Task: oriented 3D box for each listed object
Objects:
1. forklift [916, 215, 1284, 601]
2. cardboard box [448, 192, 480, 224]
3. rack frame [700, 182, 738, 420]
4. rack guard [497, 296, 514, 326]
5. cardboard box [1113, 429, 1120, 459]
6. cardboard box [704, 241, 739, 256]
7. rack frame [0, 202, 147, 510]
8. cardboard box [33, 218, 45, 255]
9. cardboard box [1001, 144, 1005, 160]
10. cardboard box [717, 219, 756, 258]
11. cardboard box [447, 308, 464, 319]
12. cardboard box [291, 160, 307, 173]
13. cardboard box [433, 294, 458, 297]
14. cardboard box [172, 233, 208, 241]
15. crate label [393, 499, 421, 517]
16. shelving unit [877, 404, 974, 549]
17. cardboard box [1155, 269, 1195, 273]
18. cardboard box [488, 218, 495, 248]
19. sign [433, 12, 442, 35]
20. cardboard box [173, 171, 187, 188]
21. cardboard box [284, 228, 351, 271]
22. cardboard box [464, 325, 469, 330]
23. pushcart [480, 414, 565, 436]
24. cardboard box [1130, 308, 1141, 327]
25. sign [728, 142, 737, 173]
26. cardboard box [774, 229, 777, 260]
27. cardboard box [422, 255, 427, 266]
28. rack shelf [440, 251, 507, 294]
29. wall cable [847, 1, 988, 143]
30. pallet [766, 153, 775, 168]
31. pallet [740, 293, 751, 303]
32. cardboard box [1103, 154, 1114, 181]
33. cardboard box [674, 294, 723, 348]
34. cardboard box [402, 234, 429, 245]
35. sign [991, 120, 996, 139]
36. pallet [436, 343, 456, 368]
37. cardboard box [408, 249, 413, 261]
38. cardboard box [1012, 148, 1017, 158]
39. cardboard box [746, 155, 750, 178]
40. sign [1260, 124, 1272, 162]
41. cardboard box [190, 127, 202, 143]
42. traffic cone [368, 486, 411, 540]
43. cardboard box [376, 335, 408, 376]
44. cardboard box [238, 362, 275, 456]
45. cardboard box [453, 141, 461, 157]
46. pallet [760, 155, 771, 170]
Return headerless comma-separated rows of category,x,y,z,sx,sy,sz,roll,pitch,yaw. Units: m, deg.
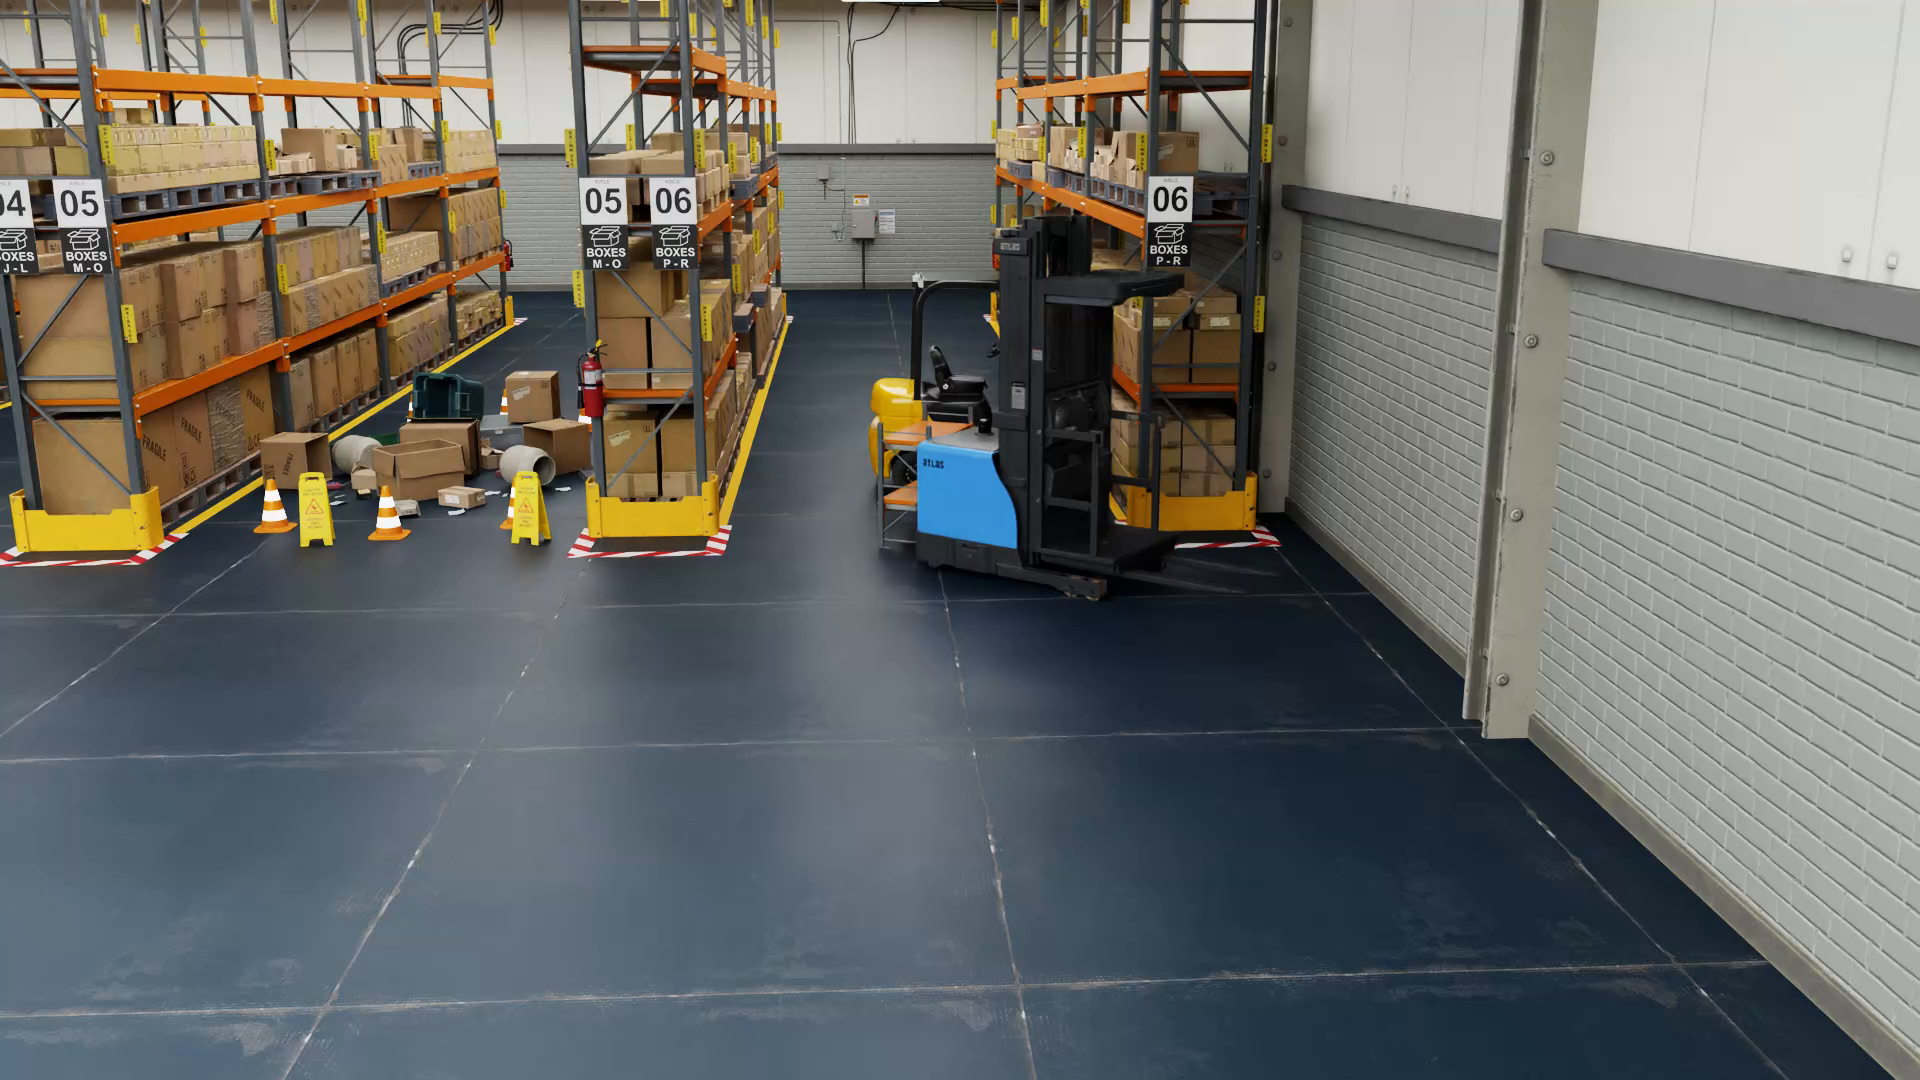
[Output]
forklift,1.124,-1.085,13.363,3.031,2.935,1.130,10,17,34
cardboard box,-8.344,-5.564,27.827,0.500,0.500,0.500,-1,14,-5
rack frame,-3.052,-2.501,18.727,1.000,3.000,0.127,-1,14,-3
rack guard,-8.725,-4.154,30.169,1.175,0.500,0.348,-1,14,-3
cardboard box,1.788,-0.939,16.327,0.500,0.250,0.500,-1,14,-4
cardboard box,-2.728,-3.333,19.020,0.380,0.149,0.250,-1,14,-4
rack frame,-7.738,-1.405,14.466,1.000,3.000,0.127,-1,14,-3
cardboard box,-13.257,-4.221,23.199,0.797,0.503,0.637,-1,14,-2
cardboard box,0.985,-6.719,28.805,0.500,0.250,0.500,-1,14,-5
cardboard box,-3.086,-4.155,22.948,0.500,0.500,0.500,-1,14,-5
cardboard box,-8.254,-3.658,26.909,0.380,0.149,0.250,0,14,-1
cardboard box,-7.813,-4.335,19.295,0.380,0.149,0.250,-1,14,-3
cardboard box,-9.011,-4.228,29.123,0.380,0.149,0.250,-1,14,-4
cardboard box,-13.360,-5.161,28.770,0.500,0.250,0.500,-1,14,-4
crate label,-5.315,-0.300,15.916,0.250,0.136,0.298,-9,17,-32
shelving unit,-0.297,-0.576,15.007,0.538,1.125,1.048,6,15,21
cardboard box,2.306,-2.820,17.869,0.380,0.149,0.250,-1,14,-5
cardboard box,-8.418,-5.340,28.965,0.500,0.500,0.500,-1,14,-4
sign,-7.928,-7.833,25.220,0.100,0.325,0.005,-1,14,-3
cardboard box,-7.517,-3.392,15.629,0.380,0.149,0.250,-1,14,-4
cardboard box,-8.183,-3.689,21.138,0.700,0.500,0.500,-1,14,-4
cardboard box,-8.267,-3.434,27.234,0.380,0.149,0.250,-1,14,-4
pushcart,-5.324,-1.183,18.869,1.648,0.377,0.936,-6,16,-23
cardboard box,1.804,-2.091,15.632,0.380,0.149,0.250,-1,14,-3
sign,-2.511,-4.214,18.329,0.100,0.325,0.005,-1,14,-3
cardboard box,-3.398,-5.037,28.382,0.500,0.500,0.500,0,14,-2
cardboard box,-8.214,-4.186,24.938,0.380,0.149,0.250,-2,15,-6
rack shelf,-8.605,-4.538,28.088,1.077,0.370,4.000,-1,14,-3
wall cable,-0.895,-9.864,35.228,2.988,3.039,0.133,-1,14,-3
pallet,-3.660,-6.407,28.065,1.003,0.211,1.213,-1,14,-3
pallet,-3.136,-2.911,20.706,1.003,0.211,1.213,-1,14,-3
cardboard box,1.691,-3.844,17.154,0.396,0.266,0.258,-1,14,-5
cardboard box,-2.664,-2.203,16.769,0.500,0.500,0.500,-1,14,-5
cardboard box,-8.230,-4.531,25.084,0.380,0.149,0.250,-1,14,-5
sign,0.617,-7.431,30.112,0.100,0.325,0.005,-1,14,-3
pallet,-8.432,-2.845,25.660,1.003,0.211,1.213,-1,14,-3
cardboard box,-8.165,-4.131,24.125,0.380,0.149,0.250,0,14,-1
cardboard box,1.010,-6.006,25.789,0.380,0.149,0.250,-1,14,-3
cardboard box,-2.720,-4.362,19.399,0.500,0.250,0.500,-1,14,-4
sign,2.704,-3.505,14.697,0.100,0.325,0.005,-1,14,-3
cardboard box,-7.551,-3.905,16.023,0.380,0.149,0.250,-1,14,-3
traffic cone,-5.205,-0.263,15.120,0.336,0.463,0.334,-1,14,-3
cardboard box,-8.023,-2.567,23.157,0.500,0.500,0.500,-2,15,-6
cardboard box,-8.017,-1.416,17.933,0.875,0.875,0.875,-1,14,-3
cardboard box,-8.298,-6.259,26.609,0.500,0.250,0.500,-1,14,-4
pallet,-3.588,-6.104,26.888,1.003,0.211,1.213,-1,14,-3
